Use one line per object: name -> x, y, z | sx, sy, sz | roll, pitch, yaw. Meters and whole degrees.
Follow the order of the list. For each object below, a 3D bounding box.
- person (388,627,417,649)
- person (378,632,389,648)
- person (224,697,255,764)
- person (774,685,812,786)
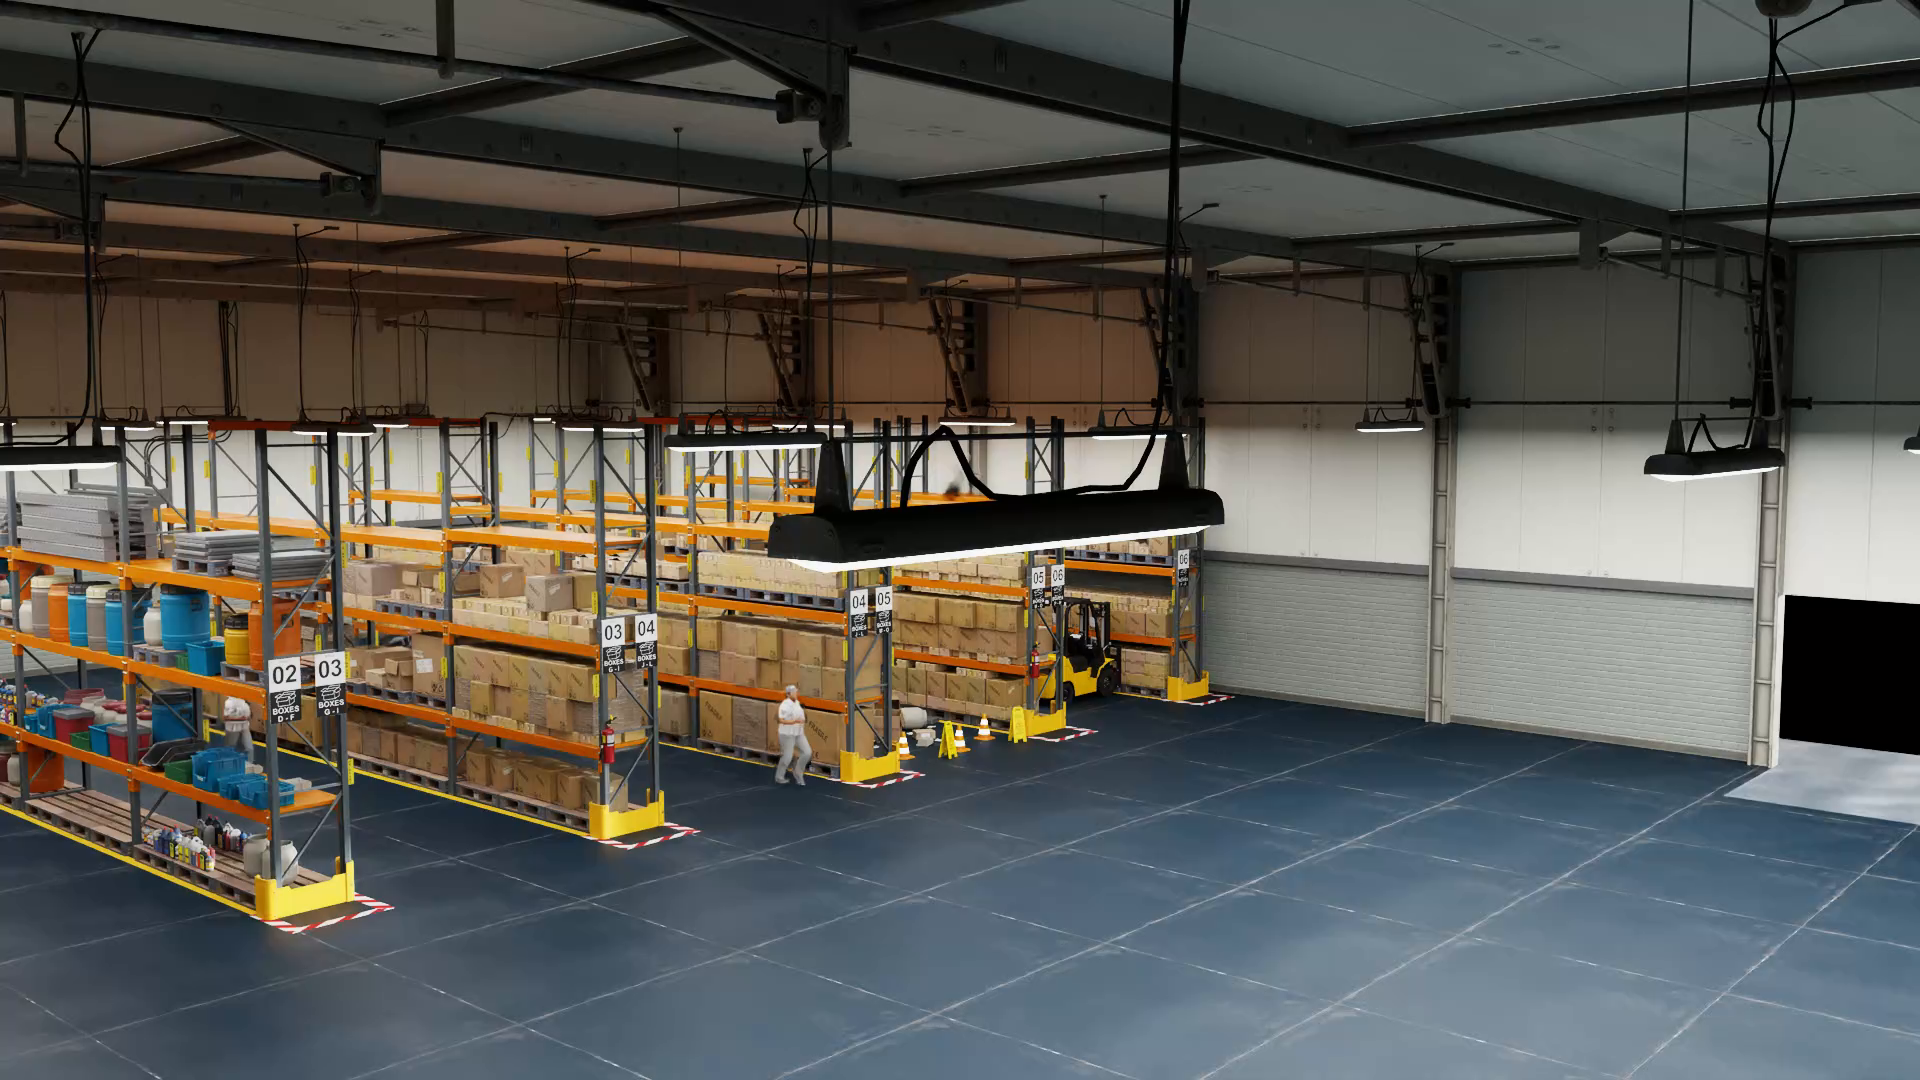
person -> -11.552, 2.602, 34.738 | 0.888, 1.645, 0.654 | 3, 6, 31
person -> -13.873, 2.157, 39.901 | 0.573, 1.738, 0.728 | 1, 5, 7
person -> -12.058, 3.180, 27.695 | 0.899, 1.709, 0.539 | 3, 5, 29
person -> -2.755, 3.242, 27.392 | 0.643, 1.719, 0.601 | 3, 6, 34
